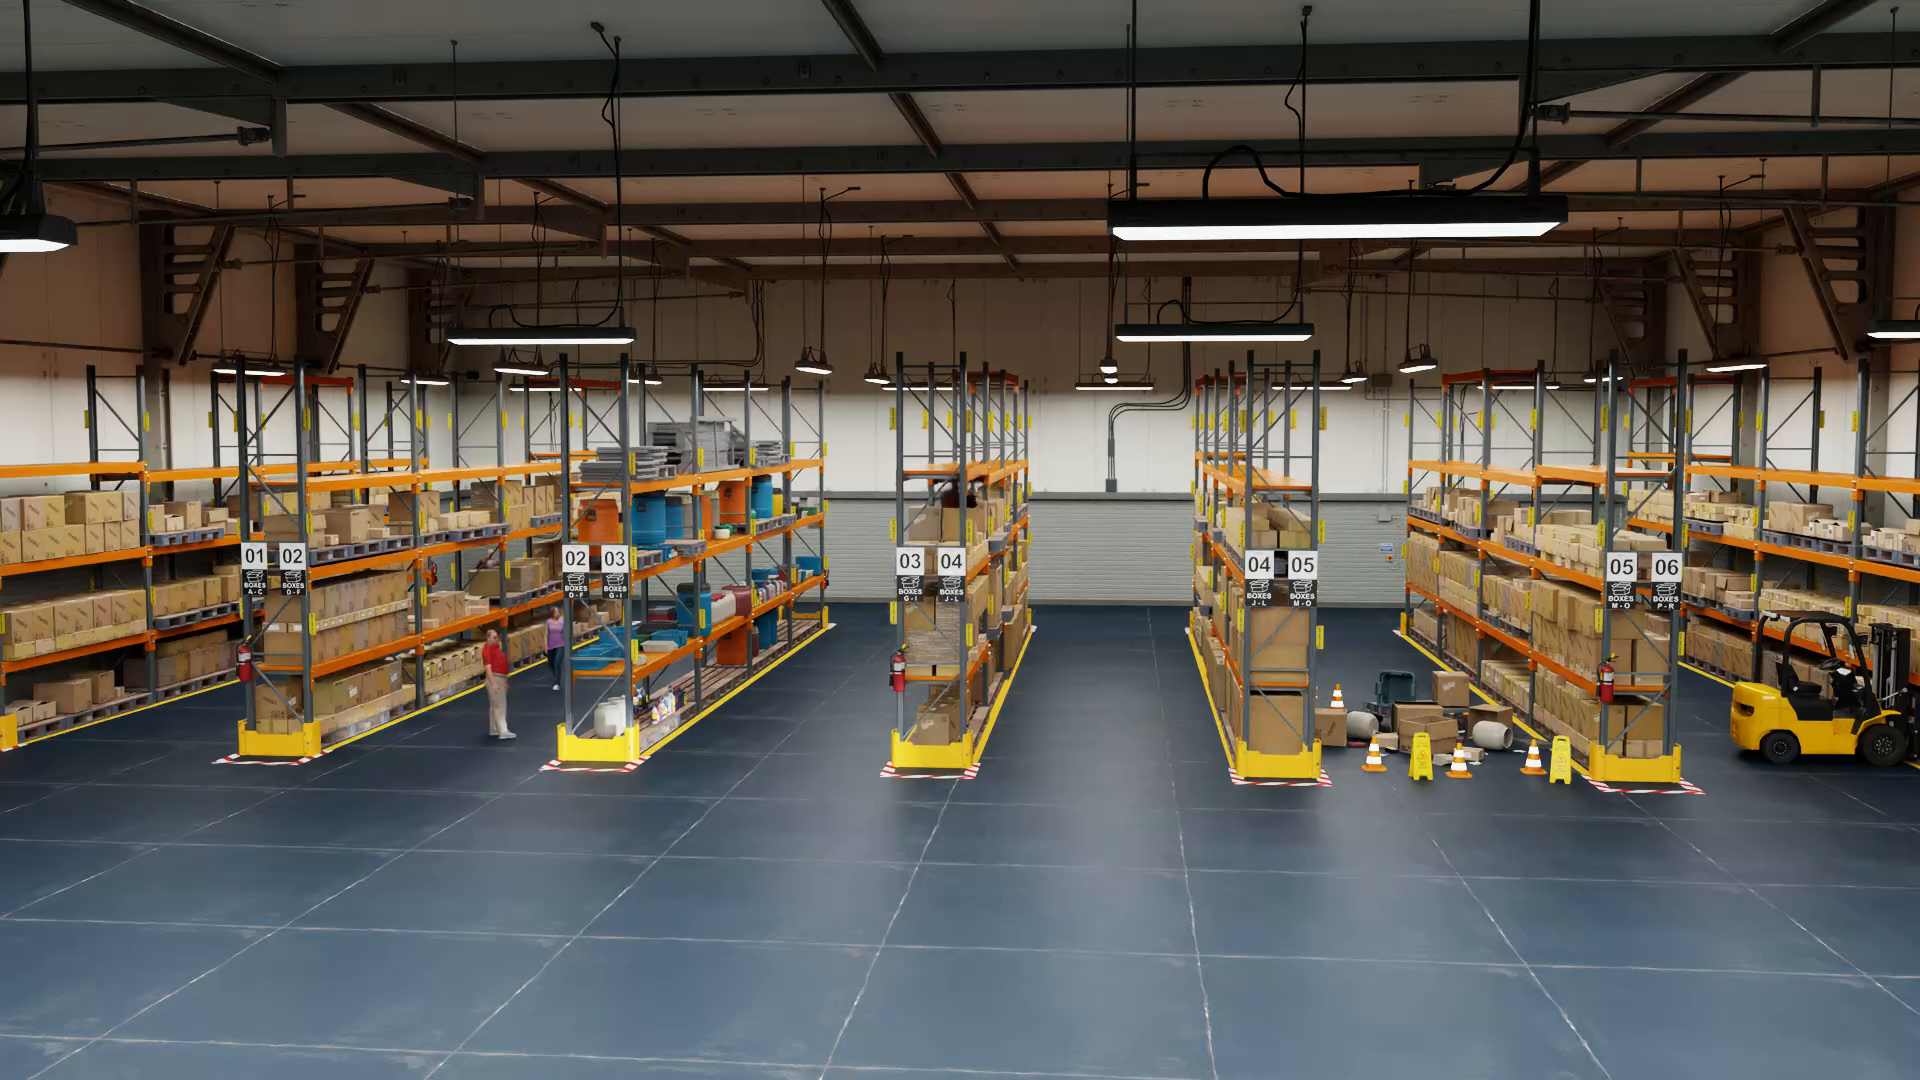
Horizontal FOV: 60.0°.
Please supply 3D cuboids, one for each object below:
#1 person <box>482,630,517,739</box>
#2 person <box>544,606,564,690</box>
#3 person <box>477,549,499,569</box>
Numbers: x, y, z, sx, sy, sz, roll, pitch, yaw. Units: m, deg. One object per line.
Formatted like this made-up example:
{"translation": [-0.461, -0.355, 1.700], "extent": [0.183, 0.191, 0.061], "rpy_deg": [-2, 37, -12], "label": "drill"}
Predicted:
{"translation": [-7.273, 2.274, 26.268], "extent": [0.501, 1.710, 0.637], "rpy_deg": [-1, 4, -13], "label": "person"}
{"translation": [-7.578, 2.005, 31.178], "extent": [0.381, 1.546, 0.874], "rpy_deg": [0, 4, 2], "label": "person"}
{"translation": [-12.119, 1.144, 42.841], "extent": [0.705, 1.853, 0.793], "rpy_deg": [0, 4, 2], "label": "person"}
